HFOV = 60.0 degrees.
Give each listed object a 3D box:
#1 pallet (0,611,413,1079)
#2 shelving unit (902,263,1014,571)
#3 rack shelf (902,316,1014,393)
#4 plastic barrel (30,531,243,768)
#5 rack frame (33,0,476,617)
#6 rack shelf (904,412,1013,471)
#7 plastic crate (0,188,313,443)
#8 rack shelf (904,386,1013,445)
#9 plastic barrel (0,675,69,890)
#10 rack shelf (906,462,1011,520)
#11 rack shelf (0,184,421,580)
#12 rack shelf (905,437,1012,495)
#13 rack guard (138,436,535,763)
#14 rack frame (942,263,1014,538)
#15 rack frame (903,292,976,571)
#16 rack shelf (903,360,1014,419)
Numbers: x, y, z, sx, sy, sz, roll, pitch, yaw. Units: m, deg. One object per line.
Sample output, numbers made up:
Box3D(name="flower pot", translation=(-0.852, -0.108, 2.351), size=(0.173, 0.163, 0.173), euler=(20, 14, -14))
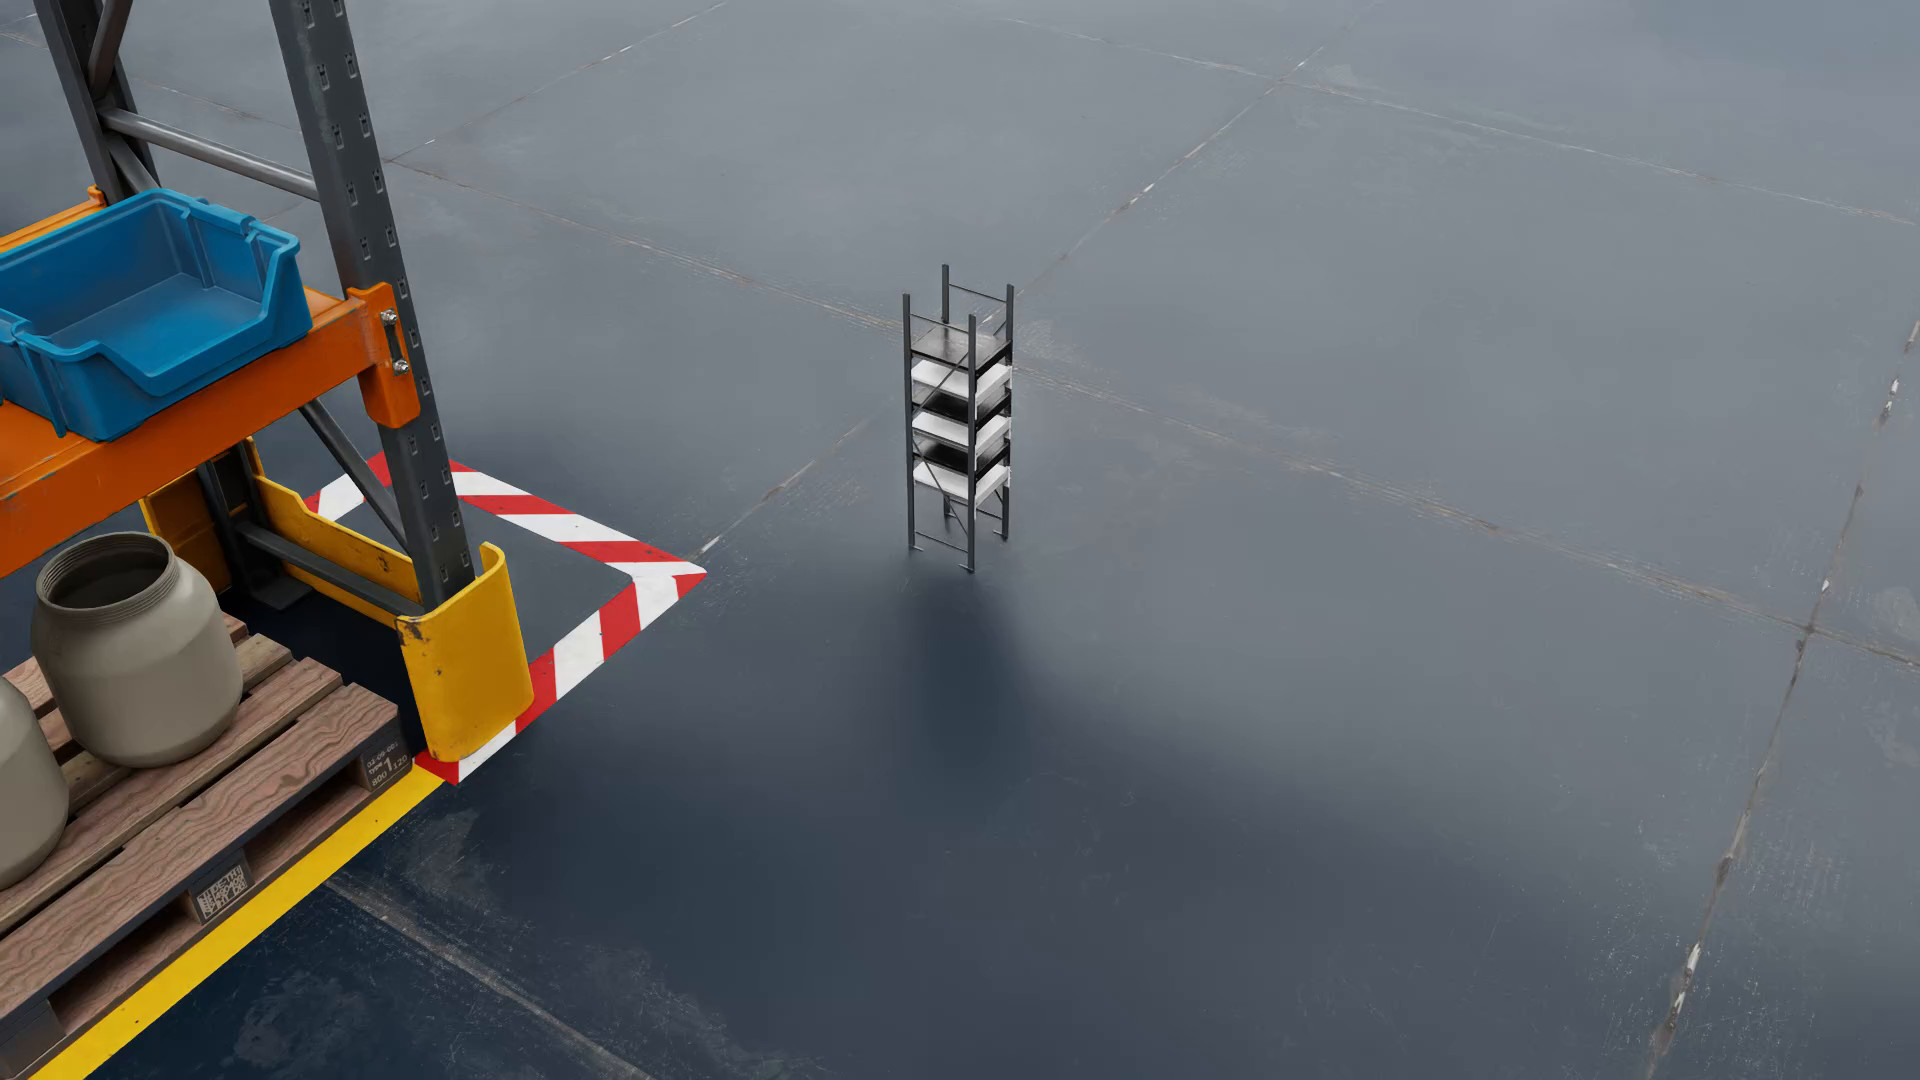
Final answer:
Box3D(name="pallet", translation=(-2.196, 0.668, 4.211), size=(1.003, 0.211, 1.213), euler=(21, 42, 25))
Box3D(name="shelving unit", translation=(-0.004, -0.352, 4.970), size=(0.258, 0.900, 0.210), euler=(21, 42, 25))
Box3D(name="rack shelf", translation=(-0.004, -0.540, 4.825), size=(0.258, 0.077, 0.200), euler=(21, 42, 25))
Box3D(name="plastic barrel", translation=(-2.043, 0.275, 4.130), size=(0.421, 0.512, 0.421), euler=(0, 38, 0))
Box3D(name="rack frame", translation=(-1.755, -0.908, 3.971), size=(1.000, 3.000, 0.127), euler=(21, 42, 25))
Box3D(name="rack shelf", translation=(-0.004, -0.326, 4.990), size=(0.258, 0.077, 0.200), euler=(21, 42, 25))
Box3D(name="plastic crate", translation=(-1.771, -0.493, 3.555), size=(0.499, 0.251, 0.616), euler=(21, 42, 25))
Box3D(name="rack shelf", translation=(-0.004, -0.397, 4.935), size=(0.258, 0.077, 0.200), euler=(21, 42, 25))
Box3D(name="plastic barrel", translation=(-2.312, 0.533, 3.795), size=(0.421, 0.512, 0.421), euler=(0, 38, 0))
Box3D(name="rack shelf", translation=(-0.004, -0.183, 5.100), size=(0.258, 0.077, 0.200), euler=(21, 42, 25))
Box3D(name="rack shelf", translation=(-2.827, 0.408, 2.853), size=(1.077, 0.370, 4.000), euler=(21, 42, 25))
Box3D(name="rack shelf", translation=(-0.004, -0.255, 5.045), size=(0.258, 0.077, 0.200), euler=(21, 42, 25))
Box3D(name="rack guard", translation=(-1.756, 0.136, 4.664), size=(1.175, 0.500, 0.348), euler=(21, 42, 25))
Box3D(name="rack frame", translation=(0.050, -0.405, 5.038), size=(0.240, 0.900, 0.006), euler=(21, 42, 25))
Box3D(name="rack frame", translation=(-0.059, -0.300, 4.902), size=(0.240, 0.900, 0.006), euler=(21, 42, 25))
Box3D(name="rack shelf", translation=(-0.004, -0.468, 4.880), size=(0.258, 0.077, 0.200), euler=(21, 42, 25))
